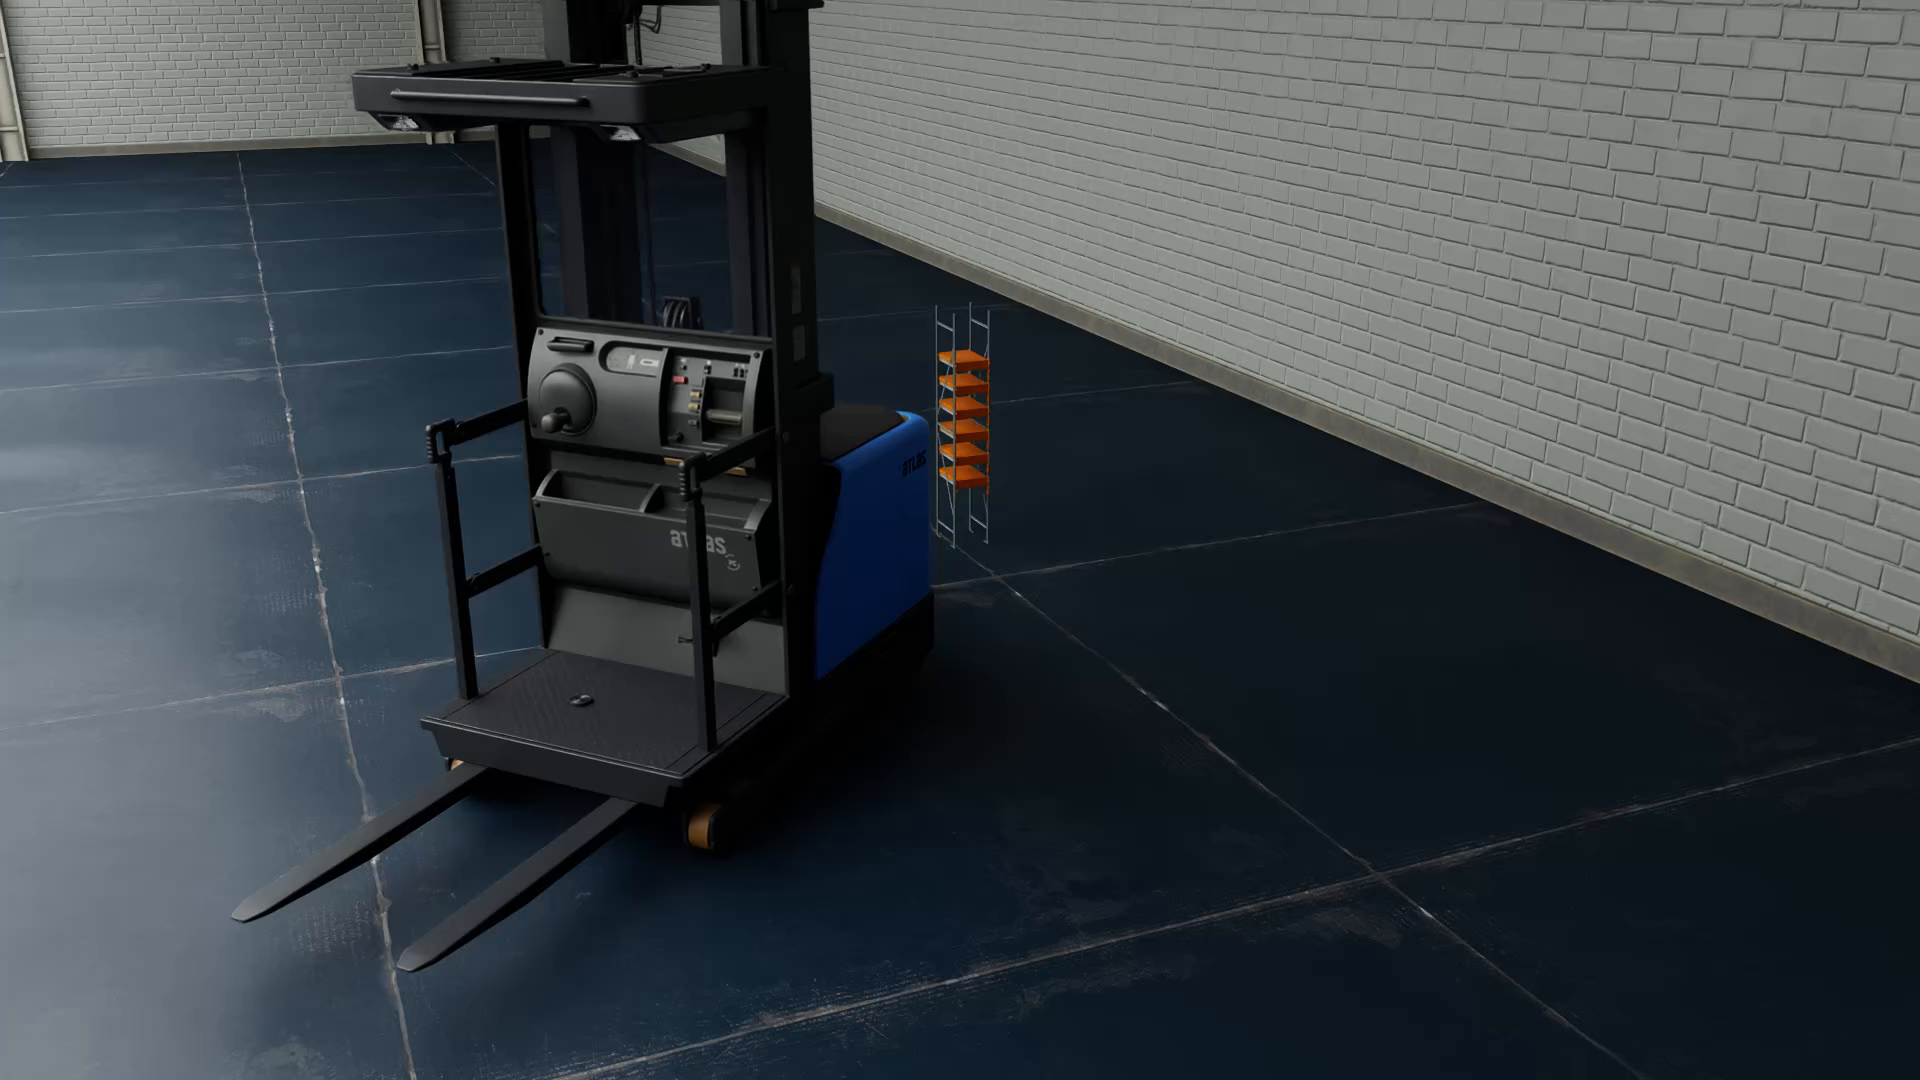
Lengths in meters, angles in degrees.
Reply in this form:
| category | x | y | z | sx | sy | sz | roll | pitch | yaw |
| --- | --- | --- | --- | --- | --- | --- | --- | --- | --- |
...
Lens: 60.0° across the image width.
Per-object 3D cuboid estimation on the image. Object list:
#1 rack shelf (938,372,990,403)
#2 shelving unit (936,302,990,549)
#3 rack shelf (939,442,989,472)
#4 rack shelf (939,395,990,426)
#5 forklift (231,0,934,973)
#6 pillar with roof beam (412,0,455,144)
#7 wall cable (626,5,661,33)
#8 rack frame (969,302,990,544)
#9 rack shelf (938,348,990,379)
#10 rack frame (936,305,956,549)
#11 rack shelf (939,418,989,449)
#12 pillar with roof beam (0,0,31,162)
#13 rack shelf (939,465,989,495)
| category | x | y | z | sx | sy | sz | roll | pitch | yaw |
| --- | --- | --- | --- | --- | --- | --- | --- | --- | --- |
| rack shelf | 0.013 | -0.752 | 8.263 | 0.180 | 0.103 | 0.258 | -8 | 21 | -22 |
| shelving unit | 0.013 | -0.568 | 8.328 | 0.189 | 1.200 | 0.258 | -8 | 21 | -22 |
| rack shelf | 0.013 | -0.413 | 8.383 | 0.180 | 0.103 | 0.258 | -8 | 21 | -22 |
| rack shelf | 0.013 | -0.639 | 8.303 | 0.180 | 0.103 | 0.258 | -8 | 21 | -22 |
| forklift | -1.174 | -0.503 | 5.537 | 1.130 | 2.935 | 3.031 | 8 | 21 | 23 |
| pillar with roof beam | -6.567 | -9.256 | 21.259 | 0.400 | 9.000 | 9.100 | -8 | 21 | -22 |
| wall cable | -5.043 | -9.088 | 25.459 | 0.112 | 2.526 | 3.097 | -8 | 21 | -22 |
| rack frame | 0.097 | -0.580 | 8.362 | 0.006 | 1.200 | 0.240 | -8 | 21 | -22 |
| rack shelf | 0.013 | -0.866 | 8.223 | 0.180 | 0.103 | 0.258 | -8 | 21 | -22 |
| rack frame | -0.071 | -0.556 | 8.294 | 0.006 | 1.200 | 0.240 | -8 | 21 | -22 |
| rack shelf | 0.013 | -0.526 | 8.343 | 0.180 | 0.103 | 0.258 | -8 | 21 | -22 |
| pillar with roof beam | -12.076 | -8.466 | 19.017 | 0.400 | 9.000 | 9.100 | -8 | 21 | -22 |
| rack shelf | 0.013 | -0.300 | 8.423 | 0.180 | 0.103 | 0.258 | -8 | 21 | -22 |
